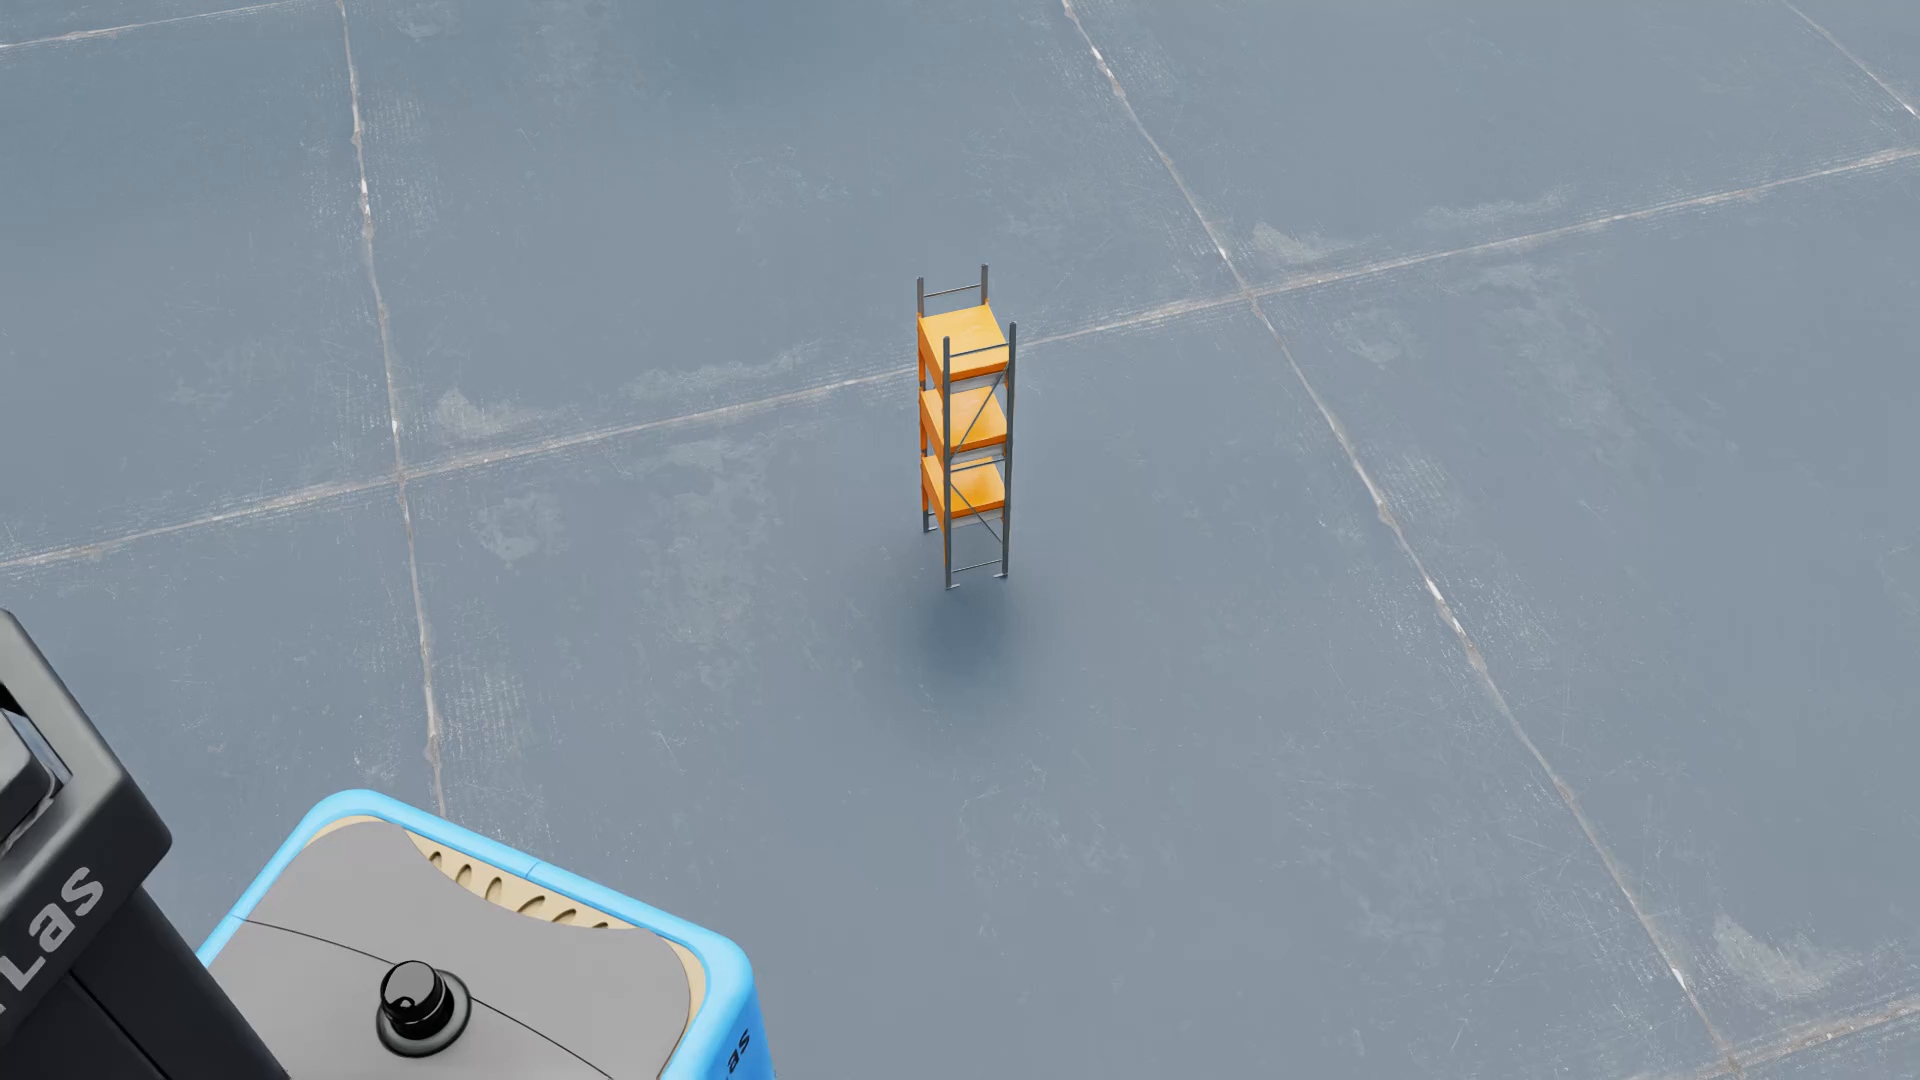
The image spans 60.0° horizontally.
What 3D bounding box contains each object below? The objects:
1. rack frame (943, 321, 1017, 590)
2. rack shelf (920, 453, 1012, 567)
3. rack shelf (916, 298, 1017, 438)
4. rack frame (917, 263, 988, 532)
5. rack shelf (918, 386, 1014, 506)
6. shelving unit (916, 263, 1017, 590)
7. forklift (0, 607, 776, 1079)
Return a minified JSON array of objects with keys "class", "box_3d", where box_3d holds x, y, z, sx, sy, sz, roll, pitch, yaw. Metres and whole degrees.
[{"class":"rack frame","box_3d":[0.052,-0.210,4.741,0.200,1.050,0.008,-13,51,-11]},{"class":"rack shelf","box_3d":[0.016,-0.113,5.036,0.215,0.259,0.240,-13,51,-11]},{"class":"rack shelf","box_3d":[0.016,-0.475,4.607,0.215,0.259,0.240,-13,51,-11]},{"class":"rack frame","box_3d":[-0.020,-0.388,4.891,0.200,1.050,0.008,-13,51,-11]},{"class":"rack shelf","box_3d":[0.016,-0.292,4.824,0.215,0.259,0.240,-13,51,-11]},{"class":"shelving unit","box_3d":[0.016,-0.299,4.816,0.215,1.050,0.252,-13,51,-11]},{"class":"forklift","box_3d":[-1.434,1.424,2.133,1.130,2.935,3.031,18,52,15]}]
